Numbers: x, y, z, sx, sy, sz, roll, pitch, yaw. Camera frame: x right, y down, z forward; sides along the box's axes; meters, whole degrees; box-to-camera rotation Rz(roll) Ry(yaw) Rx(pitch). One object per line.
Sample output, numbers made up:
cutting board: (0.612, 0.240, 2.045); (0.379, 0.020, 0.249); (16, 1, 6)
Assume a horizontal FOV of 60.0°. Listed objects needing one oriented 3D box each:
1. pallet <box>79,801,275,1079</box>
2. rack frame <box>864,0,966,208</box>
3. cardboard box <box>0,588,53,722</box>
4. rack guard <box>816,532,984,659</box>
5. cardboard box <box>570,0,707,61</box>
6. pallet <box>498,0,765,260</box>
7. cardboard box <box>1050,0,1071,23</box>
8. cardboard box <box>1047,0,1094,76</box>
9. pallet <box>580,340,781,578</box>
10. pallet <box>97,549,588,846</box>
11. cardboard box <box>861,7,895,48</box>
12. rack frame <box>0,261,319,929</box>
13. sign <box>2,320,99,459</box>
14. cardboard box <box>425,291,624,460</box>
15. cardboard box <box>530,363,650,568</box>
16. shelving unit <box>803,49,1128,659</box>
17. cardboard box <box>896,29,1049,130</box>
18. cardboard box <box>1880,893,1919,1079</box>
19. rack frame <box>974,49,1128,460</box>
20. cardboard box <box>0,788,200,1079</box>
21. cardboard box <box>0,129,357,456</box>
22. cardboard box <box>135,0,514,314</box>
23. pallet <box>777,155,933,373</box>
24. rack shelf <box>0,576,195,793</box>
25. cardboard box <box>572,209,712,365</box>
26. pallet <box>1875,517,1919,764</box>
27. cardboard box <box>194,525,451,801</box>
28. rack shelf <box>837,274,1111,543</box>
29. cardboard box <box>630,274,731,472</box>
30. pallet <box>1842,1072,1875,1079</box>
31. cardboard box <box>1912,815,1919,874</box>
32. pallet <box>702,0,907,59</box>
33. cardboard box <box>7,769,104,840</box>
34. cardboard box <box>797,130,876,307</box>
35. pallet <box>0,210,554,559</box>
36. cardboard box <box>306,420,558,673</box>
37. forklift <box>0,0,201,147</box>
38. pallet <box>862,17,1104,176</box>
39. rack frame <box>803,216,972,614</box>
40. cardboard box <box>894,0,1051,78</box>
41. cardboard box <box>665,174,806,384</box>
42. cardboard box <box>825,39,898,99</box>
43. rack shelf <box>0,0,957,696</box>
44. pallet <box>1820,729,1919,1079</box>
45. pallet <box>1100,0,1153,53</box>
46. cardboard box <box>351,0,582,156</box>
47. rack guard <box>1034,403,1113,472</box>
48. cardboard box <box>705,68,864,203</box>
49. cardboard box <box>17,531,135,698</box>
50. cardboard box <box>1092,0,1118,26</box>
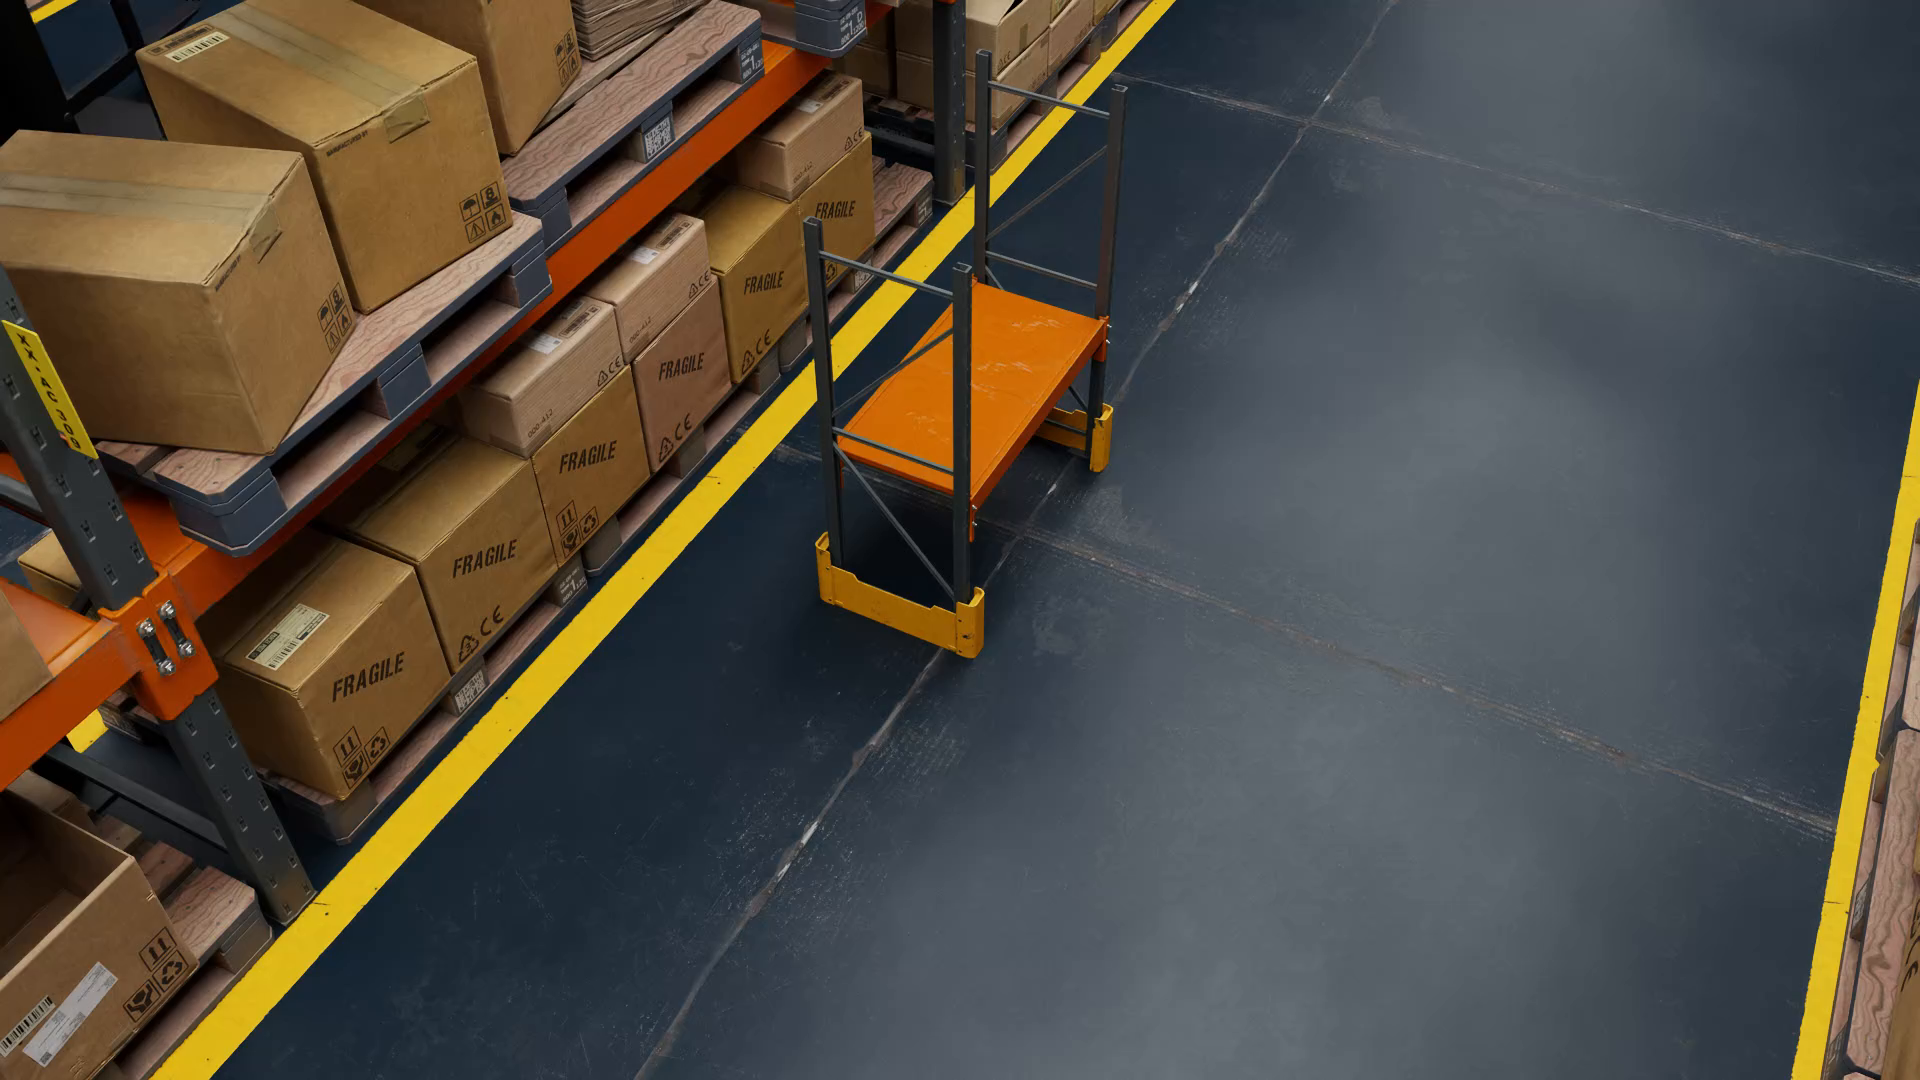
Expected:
pallet: (-2.623, 1.245, 4.371); (1.003, 0.211, 1.213); (20, 49, 19)
rack frame: (-0.446, -2.687, 6.297); (1.000, 3.000, 0.127); (20, 49, 19)
cardboard box: (-2.308, 0.197, 3.376); (0.500, 0.500, 0.500); (21, 49, 20)
rack guard: (-0.196, 0.178, 5.398); (0.587, 0.250, 0.087); (20, 49, 19)
cardboard box: (-1.232, -1.923, 5.176); (0.700, 0.500, 0.500); (30, 52, 26)
pallet: (-1.345, -1.393, 5.153); (1.003, 0.211, 1.213); (20, 49, 19)
cardboard box: (0.293, -2.632, 7.486); (0.500, 0.311, 0.500); (19, 48, 18)
cardboard box: (0.290, -2.418, 7.669); (0.500, 0.250, 0.500); (19, 48, 18)
pallet: (-1.394, -0.483, 6.079); (1.003, 0.211, 1.213); (20, 49, 19)
pallet: (-1.959, 0.288, 5.317); (1.003, 0.211, 1.213); (20, 49, 19)
cardboard box: (-0.421, -2.477, 7.332); (0.500, 0.311, 0.500); (22, 49, 20)
rack frame: (-2.303, -0.167, 3.806); (1.000, 3.000, 0.127); (20, 49, 19)
sign: (-1.819, -0.297, 3.326); (0.100, 0.325, 0.005); (20, 49, 19)
cardboard box: (-1.398, -0.561, 5.116); (0.500, 0.250, 0.500); (21, 49, 19)
cardboard box: (-1.386, -0.319, 5.405); (0.500, 0.500, 0.500); (21, 49, 20)
shelving unit: (0.035, -0.575, 5.264); (0.587, 1.500, 1.083); (20, 49, 19)
cardboard box: (0.057, -2.101, 7.356); (0.500, 0.250, 0.500); (20, 49, 19)
cardboard box: (2.683, 1.061, 3.809); (0.750, 0.750, 0.750); (22, 49, 20)
rack frame: (0.276, -0.901, 5.586); (0.500, 1.500, 0.032); (20, 49, 19)
cardboard box: (-2.316, 1.009, 4.091); (0.500, 0.500, 0.500); (20, 49, 19)
cardboard box: (-1.885, -0.574, 3.843); (0.700, 0.500, 0.500); (6, 46, 6)
cardboard box: (-1.622, -1.029, 4.292); (0.700, 0.500, 0.500); (28, 52, 25)
pallet: (-0.826, -1.249, 6.836); (1.003, 0.211, 1.213); (20, 49, 19)
rack shelf: (-3.231, 1.346, 2.817); (1.077, 0.370, 4.000); (20, 49, 19)
cardboard box: (-1.166, -0.877, 5.429); (0.500, 0.250, 0.500); (20, 49, 18)
pallet: (3.510, 0.398, 5.208); (1.003, 0.211, 1.213); (20, 49, 19)
cardboard box: (-1.863, 0.333, 4.760); (0.500, 0.500, 0.500); (18, 48, 17)
rack shelf: (0.040, -0.455, 5.398); (0.538, 0.185, 1.000); (20, 49, 19)
cardboard box: (-1.151, -0.638, 5.719); (0.500, 0.500, 0.500); (19, 48, 18)
pallet: (2.378, 1.935, 3.689); (1.003, 0.211, 1.213); (20, 49, 19)
cardboard box: (3.073, 0.524, 4.339); (0.750, 0.750, 0.750); (20, 49, 19)
pallet: (-0.699, -2.169, 5.920); (1.213, 0.211, 1.003); (20, 49, 19)
cardboard box: (-2.689, 0.816, 4.415); (0.500, 0.311, 0.500); (20, 49, 19)
cardboard box: (-0.672, -1.296, 6.370); (0.500, 0.500, 0.500); (22, 49, 21)
pallet: (-1.835, -0.567, 4.336); (1.003, 0.211, 1.213); (20, 49, 19)
cardboard box: (-1.625, -0.007, 5.096); (0.500, 0.500, 0.500); (21, 49, 20)
forklift: (-3.812, -2.360, 6.021); (1.130, 2.935, 3.031); (12, 47, 12)
pallet: (-0.029, -2.213, 7.788); (1.003, 0.211, 1.213); (20, 49, 19)
rack frame: (-0.196, -0.261, 4.953); (0.500, 1.500, 0.032); (20, 49, 19)
cardboard box: (0.057, -2.298, 7.156); (0.500, 0.311, 0.500); (22, 49, 20)
cardboard box: (-0.913, -0.970, 6.048); (0.500, 0.500, 0.500); (19, 48, 18)
cardboard box: (-0.418, -2.280, 7.532); (0.500, 0.250, 0.500); (22, 49, 20)
rack shelf: (-1.375, -1.174, 5.307); (1.077, 0.370, 4.000); (20, 49, 19)
pallet: (2.943, 1.164, 4.451); (1.003, 0.211, 1.213); (20, 49, 19)
pallet: (0.538, -2.978, 8.545); (1.003, 0.211, 1.213); (20, 49, 19)
cardboard box: (-1.538, -1.483, 4.741); (0.700, 0.500, 0.500); (9, 46, 9)
rack guard: (0.267, -0.450, 6.019); (0.587, 0.250, 0.087); (20, 49, 19)
cardboard box: (-0.695, -1.523, 6.067); (0.500, 0.250, 0.500); (22, 49, 21)
cardboard box: (-2.328, 0.151, 4.940); (0.500, 0.500, 0.500); (20, 49, 19)
cardboard box: (0.526, -2.748, 7.994); (0.500, 0.250, 0.500); (19, 48, 18)
